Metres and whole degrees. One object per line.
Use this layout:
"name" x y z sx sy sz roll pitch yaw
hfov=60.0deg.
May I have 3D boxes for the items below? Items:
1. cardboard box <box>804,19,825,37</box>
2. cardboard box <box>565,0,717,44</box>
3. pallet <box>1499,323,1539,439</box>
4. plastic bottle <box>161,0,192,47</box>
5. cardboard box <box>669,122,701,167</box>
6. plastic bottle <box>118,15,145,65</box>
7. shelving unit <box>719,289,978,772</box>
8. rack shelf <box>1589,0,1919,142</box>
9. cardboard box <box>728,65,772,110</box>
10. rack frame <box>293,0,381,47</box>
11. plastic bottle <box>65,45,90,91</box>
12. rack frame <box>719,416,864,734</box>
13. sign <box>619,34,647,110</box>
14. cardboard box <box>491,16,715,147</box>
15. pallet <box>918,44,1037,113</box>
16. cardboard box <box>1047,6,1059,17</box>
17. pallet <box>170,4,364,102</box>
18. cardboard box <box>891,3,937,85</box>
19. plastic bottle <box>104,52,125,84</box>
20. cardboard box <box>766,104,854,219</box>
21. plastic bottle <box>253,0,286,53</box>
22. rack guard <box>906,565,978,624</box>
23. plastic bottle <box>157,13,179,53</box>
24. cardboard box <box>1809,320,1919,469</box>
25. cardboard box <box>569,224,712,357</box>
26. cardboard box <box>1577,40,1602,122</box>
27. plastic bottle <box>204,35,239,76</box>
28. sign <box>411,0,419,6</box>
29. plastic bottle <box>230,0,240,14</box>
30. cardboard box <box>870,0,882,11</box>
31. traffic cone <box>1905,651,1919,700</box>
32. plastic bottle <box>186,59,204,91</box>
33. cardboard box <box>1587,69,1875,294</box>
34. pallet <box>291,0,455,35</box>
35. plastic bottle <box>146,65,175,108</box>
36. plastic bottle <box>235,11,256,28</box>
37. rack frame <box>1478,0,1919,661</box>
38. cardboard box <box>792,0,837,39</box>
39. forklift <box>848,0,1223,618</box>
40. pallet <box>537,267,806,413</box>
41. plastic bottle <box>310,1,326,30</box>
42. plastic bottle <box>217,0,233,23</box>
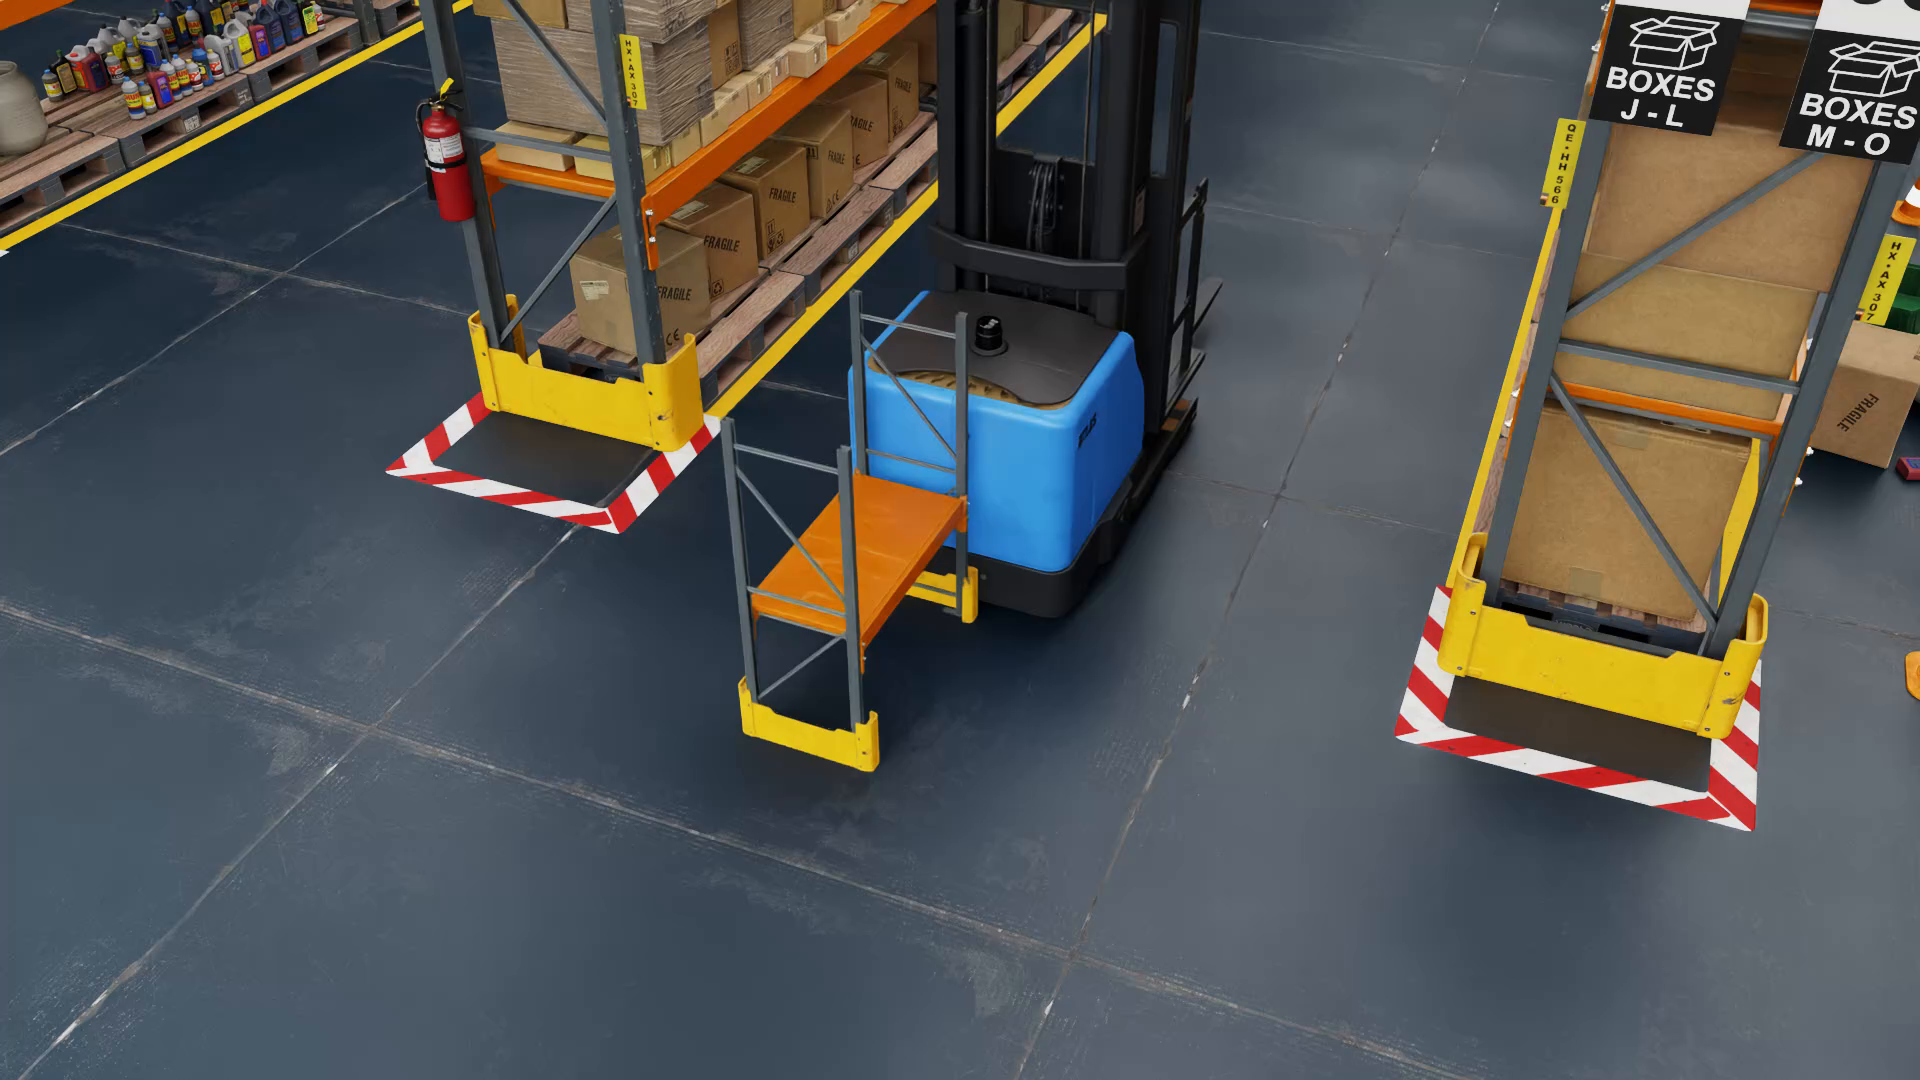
"cardboard box" -0.968 -2.796 9.196 0.380 0.149 0.250 14 39 18
"cardboard box" -1.469 -2.619 7.581 0.500 0.500 0.500 14 39 18
"pallet" 3.316 -0.647 8.440 1.003 0.211 1.213 14 39 18
"plastic bottle" -5.751 -3.818 12.197 0.144 0.351 0.185 12 38 16
"cardboard box" -1.488 -1.953 8.068 0.380 0.149 0.250 14 39 18
"plastic bottle" -5.913 -3.582 11.882 0.144 0.351 0.185 14 39 17
"shelving unit" -0.399 -0.050 6.564 0.587 1.500 1.083 15 39 19
"rack shelf" 3.379 -2.651 6.887 1.077 0.370 4.000 14 39 18
"cardboard box" -1.202 -2.368 8.623 0.380 0.149 0.250 14 39 18
"rack frame" -4.988 -5.159 12.147 1.000 3.000 0.127 14 39 18
"plastic bottle" -6.096 -3.280 11.540 0.152 0.276 0.135 14 39 18
"rack frame" -0.605 0.234 6.184 0.500 1.500 0.032 15 39 19
"sign" -1.428 -2.040 7.250 0.100 0.325 0.005 14 39 18
"cardboard box" -1.695 -2.274 7.955 0.875 0.500 0.500 14 39 18
"pallet" -0.113 -3.346 12.050 1.003 0.211 1.213 14 39 18
"cardboard box" 0.469 -4.420 12.878 0.700 0.500 0.500 17 40 21
"pallet" -5.283 -3.680 12.497 1.003 0.211 1.213 14 39 18
"cardboard box" -0.155 -3.541 11.703 0.700 0.500 0.500 11 38 14
"plastic bottle" -5.921 -3.309 11.641 0.097 0.201 0.097 0 37 0
"cardboard box" -0.972 -2.305 10.066 0.500 0.500 0.500 11 38 14
"plastic bottle" -5.040 -3.746 12.101 0.144 0.351 0.185 12 38 15
"rack guard" -0.202 0.177 7.304 0.587 0.250 0.087 15 39 19
"plastic bottle" -5.772 -3.696 12.101 0.097 0.271 0.097 0 37 0
"cardboard box" 4.499 -0.752 8.336 0.500 0.500 0.500 21 42 25
"cardboard box" -1.677 -1.325 8.755 0.500 0.500 0.500 21 42 26
"cardboard box" 4.293 -2.477 10.086 1.050 0.750 0.750 14 39 18
"plastic bottle" -5.228 -3.448 11.765 0.152 0.276 0.135 15 39 19
"sign" -2.436 -2.544 7.417 0.100 0.325 0.005 14 39 18
"plastic bottle" -5.554 -4.082 12.675 0.097 0.201 0.097 0 37 0
"cardboard box" -0.682 -3.211 9.751 0.380 0.149 0.250 14 39 18
"traffic cone" 4.134 0.415 6.808 0.336 0.463 0.334 14 39 18
"plastic bottle" -5.326 -3.233 11.540 0.097 0.201 0.097 0 37 0
"cardboard box" 2.795 -1.320 5.983 0.875 0.550 0.550 14 39 18
"pallet" -4.726 -4.486 13.575 1.003 0.211 1.213 14 39 18
"plastic bottle" -5.429 -3.087 11.276 0.061 0.283 0.133 14 39 18
"plastic bottle" -5.187 -3.736 12.150 0.152 0.276 0.135 14 39 18
"rack frame" 2.618 -0.631 6.088 1.000 3.000 0.127 14 39 18
"cardboard box" -1.185 -3.119 9.086 0.875 0.500 0.500 14 39 18
"forklift" 0.564 -1.716 7.597 1.130 2.935 3.031 15 39 19
"pallet" -1.559 -1.183 9.157 1.003 0.211 1.213 14 39 18
"plastic bottle" -4.838 -3.943 12.489 0.097 0.201 0.097 0 37 0
"plastic bottle" -5.514 -3.962 12.446 0.061 0.283 0.133 14 39 18
